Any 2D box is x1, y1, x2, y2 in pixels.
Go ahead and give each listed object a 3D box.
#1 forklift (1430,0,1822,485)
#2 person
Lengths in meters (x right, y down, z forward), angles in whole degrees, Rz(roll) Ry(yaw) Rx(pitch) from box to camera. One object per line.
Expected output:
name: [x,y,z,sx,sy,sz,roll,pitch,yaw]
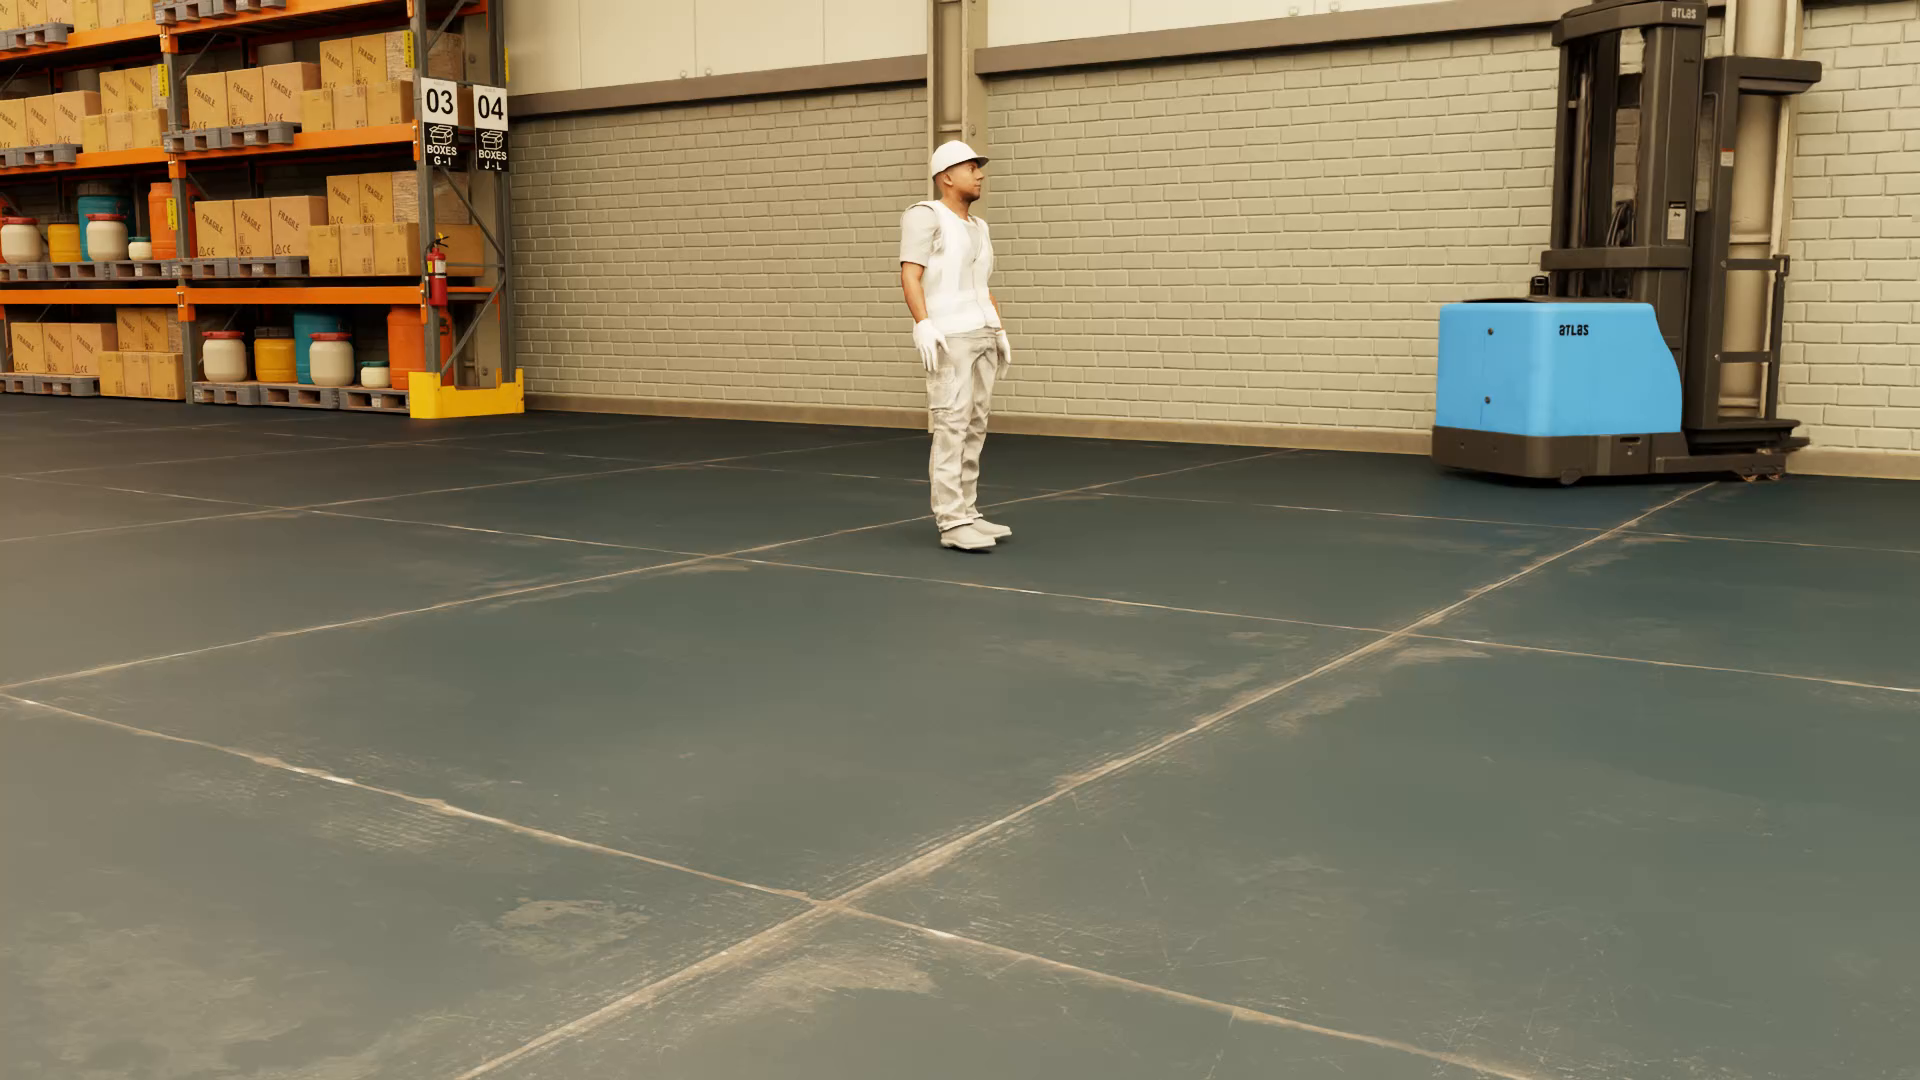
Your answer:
forklift: [4.539,-1.878,10.397,3.031,2.935,1.130,-3,9,-21]
person: [0.054,-0.883,7.430,0.577,1.782,0.656,5,10,34]
